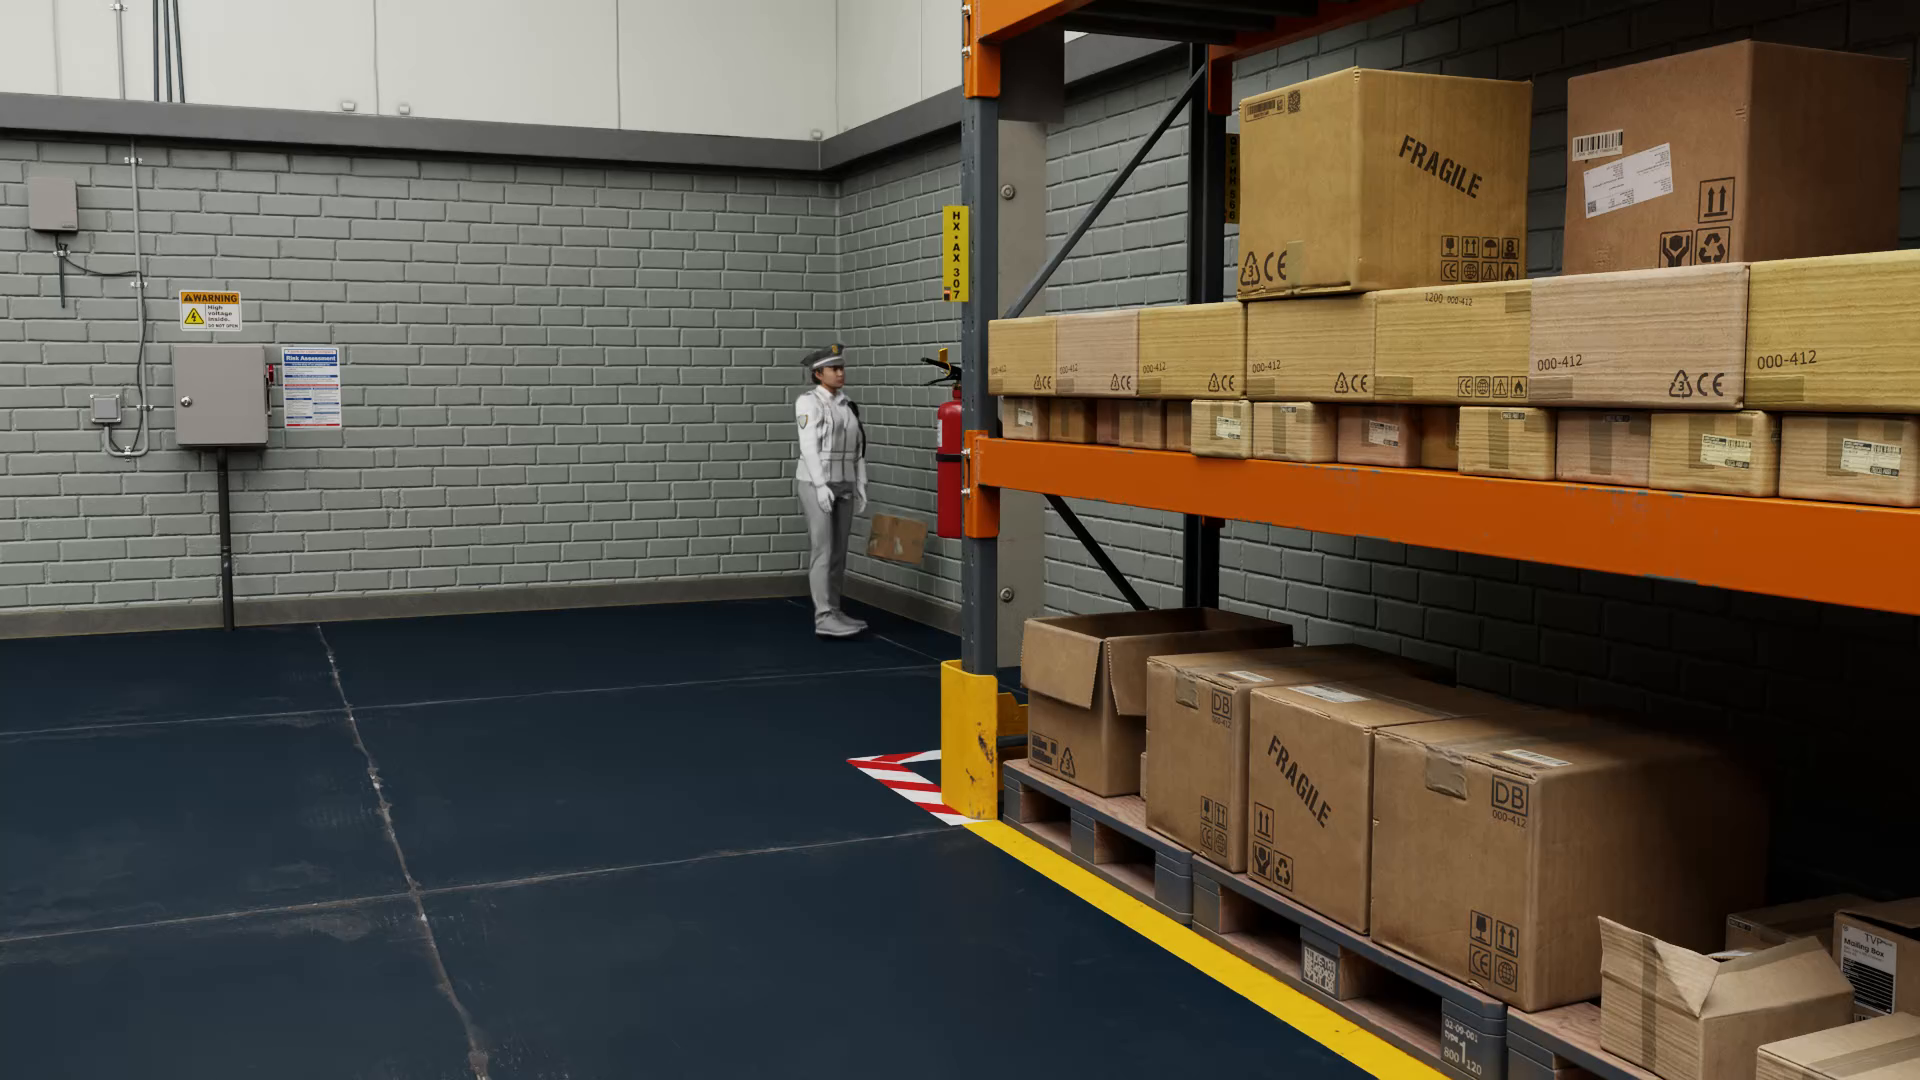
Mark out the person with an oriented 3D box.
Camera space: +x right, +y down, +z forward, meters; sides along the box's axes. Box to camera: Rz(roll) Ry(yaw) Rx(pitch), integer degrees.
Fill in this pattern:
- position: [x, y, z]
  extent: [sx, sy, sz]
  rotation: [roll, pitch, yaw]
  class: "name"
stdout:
- position: [-0.691, -0.293, 9.683]
  extent: [0.476, 1.696, 0.512]
  rotation: [4, 7, 37]
  class: "person"
